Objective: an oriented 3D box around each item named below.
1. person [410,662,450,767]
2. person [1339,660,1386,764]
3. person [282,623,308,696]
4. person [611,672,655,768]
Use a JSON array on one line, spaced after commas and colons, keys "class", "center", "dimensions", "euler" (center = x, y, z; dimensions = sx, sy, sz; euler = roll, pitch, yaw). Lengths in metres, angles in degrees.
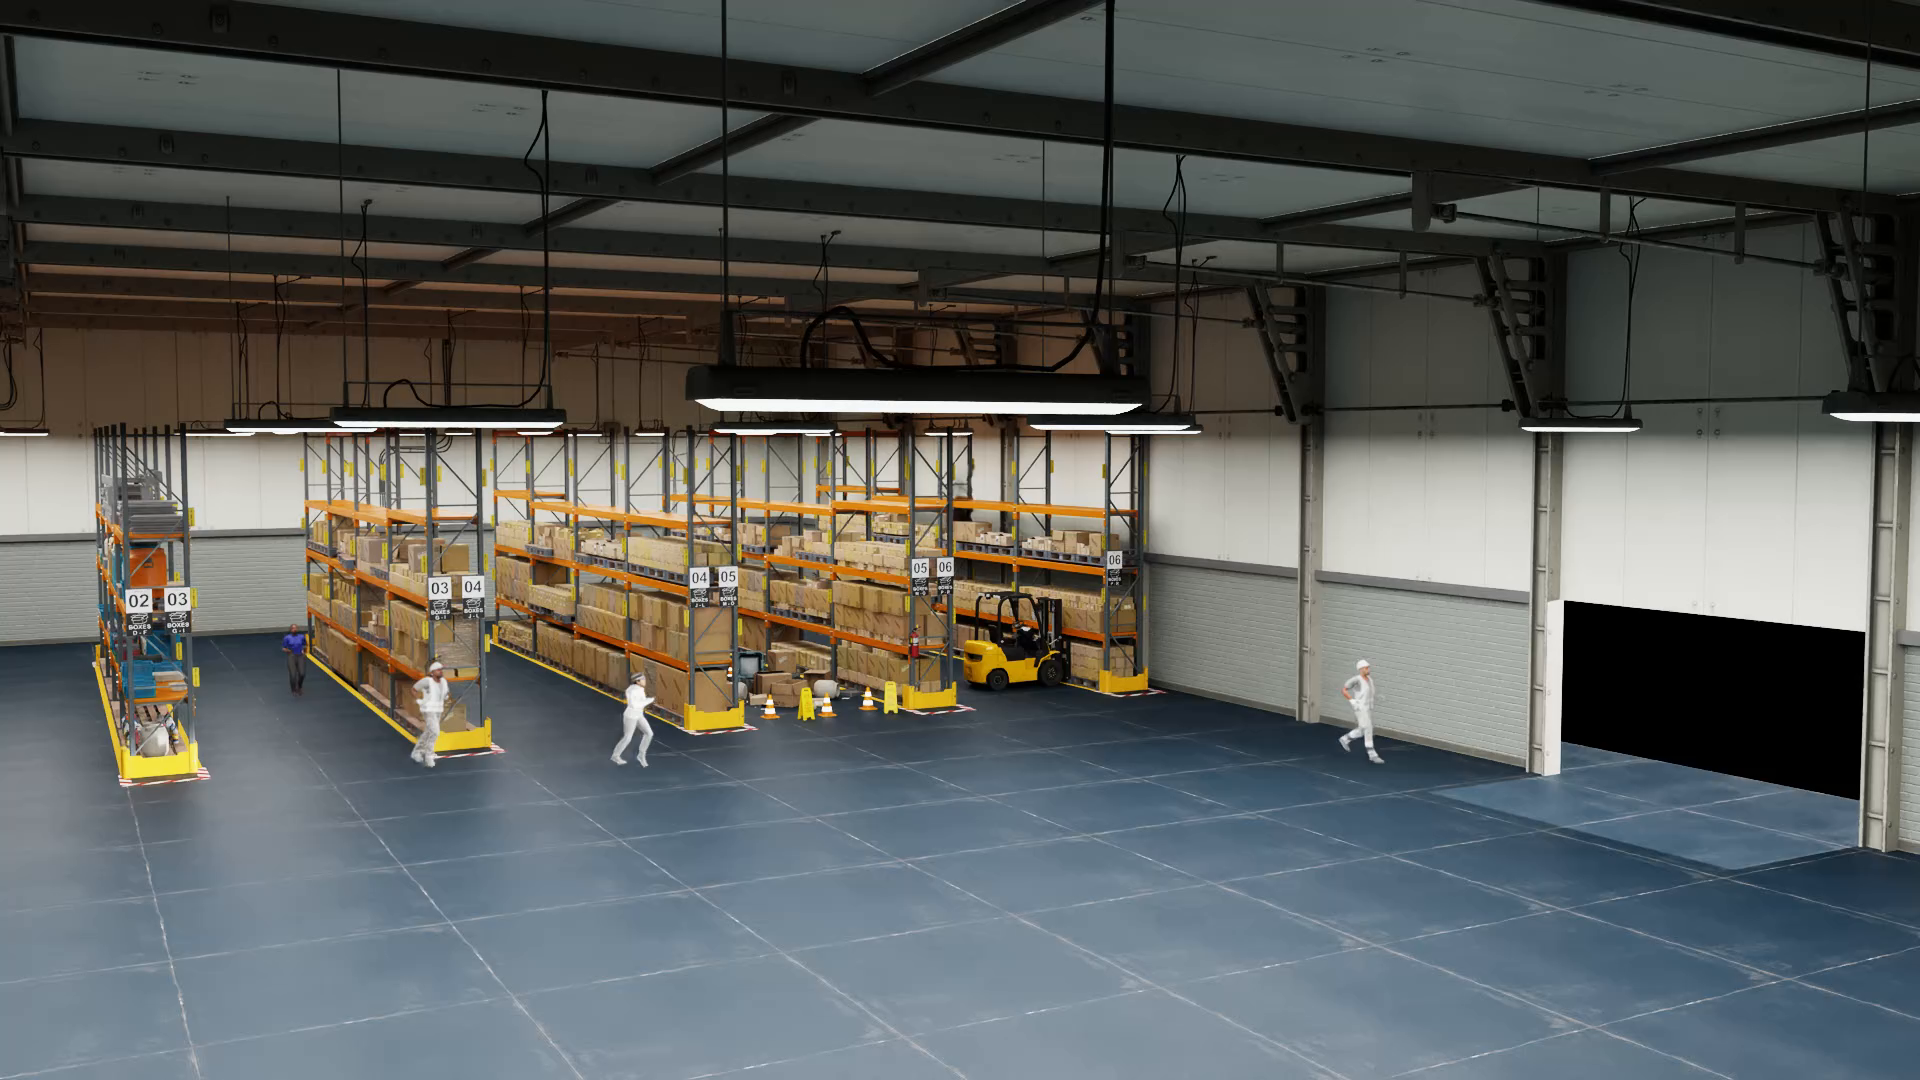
[{"class": "person", "center": [-9.347, 3.080, 29.407], "dimensions": [0.702, 1.847, 0.672], "euler": [1, 4, 22]}, {"class": "person", "center": [7.156, 3.032, 29.607], "dimensions": [0.656, 1.792, 0.983], "euler": [-3, 5, -44]}, {"class": "person", "center": [-14.749, 2.674, 36.923], "dimensions": [0.538, 1.607, 0.572], "euler": [-2, 4, -29]}, {"class": "person", "center": [-5.706, 3.138, 28.988], "dimensions": [0.816, 1.721, 0.588], "euler": [1, 4, 11]}]
